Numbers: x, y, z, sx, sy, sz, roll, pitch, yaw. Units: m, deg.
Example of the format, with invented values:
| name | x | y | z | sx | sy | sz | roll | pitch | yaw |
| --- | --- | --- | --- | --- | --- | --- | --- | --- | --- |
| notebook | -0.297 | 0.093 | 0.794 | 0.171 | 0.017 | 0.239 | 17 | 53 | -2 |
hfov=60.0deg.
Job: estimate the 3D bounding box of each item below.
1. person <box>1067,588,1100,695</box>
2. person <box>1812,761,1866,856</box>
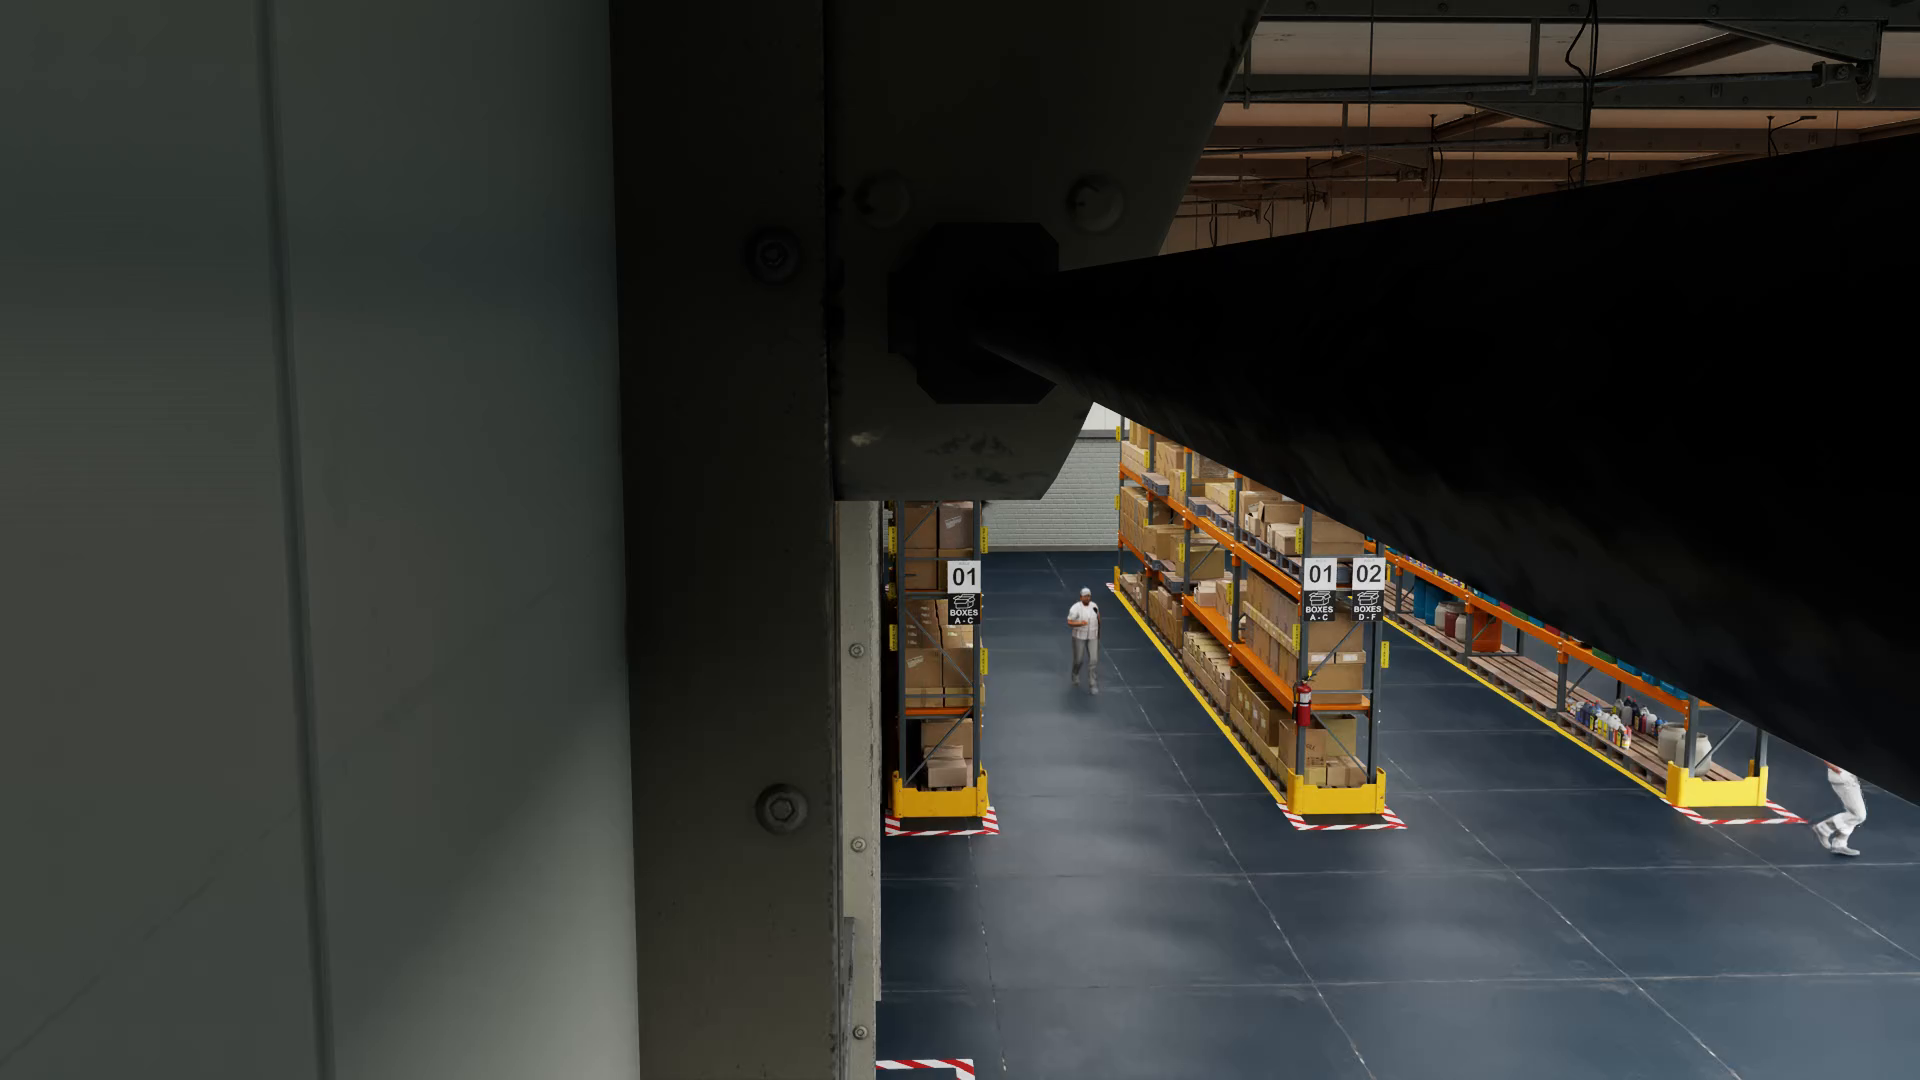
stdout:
| name | x | y | z | sx | sy | sz | roll | pitch | yaw |
| --- | --- | --- | --- | --- | --- | --- | --- | --- | --- |
| person | 2.029 | 1.601 | 26.992 | 0.602 | 1.663 | 0.913 | -2 | 8 | -11 |
| person | 10.128 | 2.749 | 19.011 | 0.594 | 1.746 | 0.680 | 6 | 10 | 34 |
